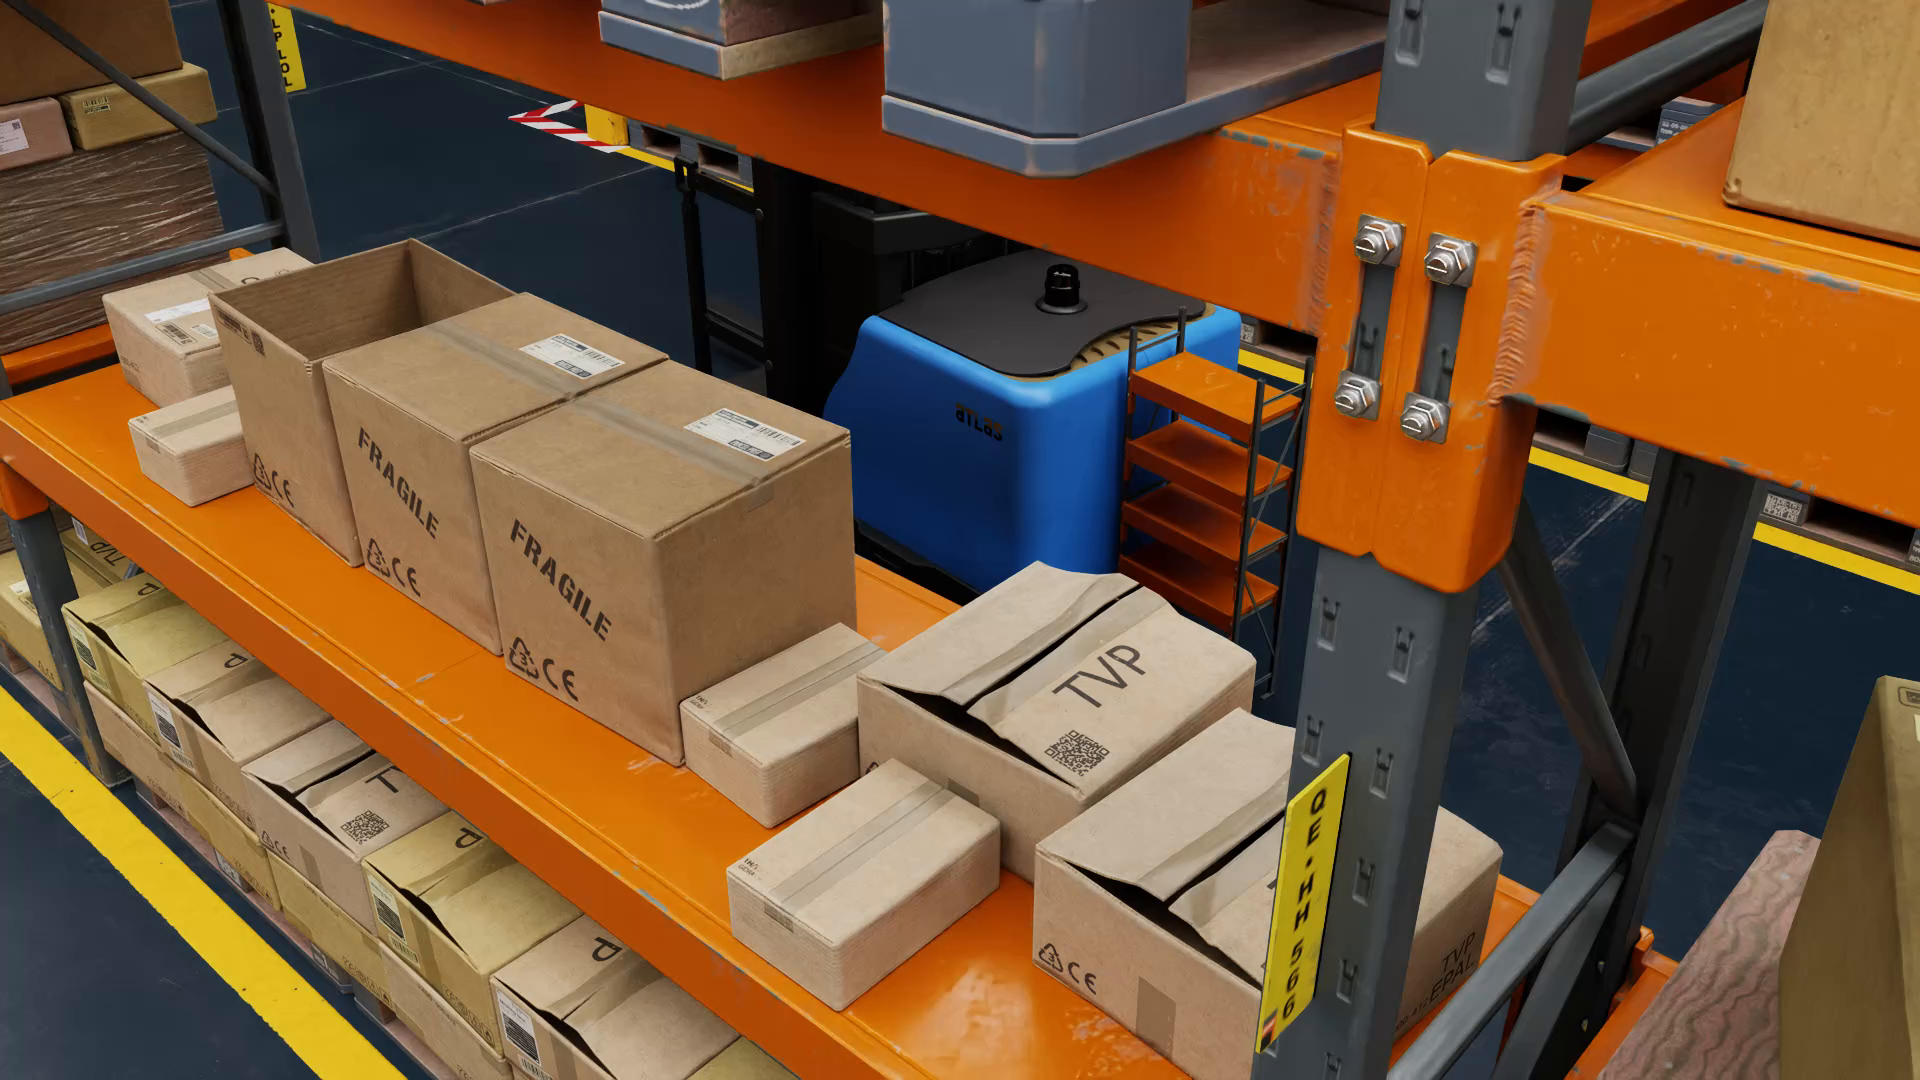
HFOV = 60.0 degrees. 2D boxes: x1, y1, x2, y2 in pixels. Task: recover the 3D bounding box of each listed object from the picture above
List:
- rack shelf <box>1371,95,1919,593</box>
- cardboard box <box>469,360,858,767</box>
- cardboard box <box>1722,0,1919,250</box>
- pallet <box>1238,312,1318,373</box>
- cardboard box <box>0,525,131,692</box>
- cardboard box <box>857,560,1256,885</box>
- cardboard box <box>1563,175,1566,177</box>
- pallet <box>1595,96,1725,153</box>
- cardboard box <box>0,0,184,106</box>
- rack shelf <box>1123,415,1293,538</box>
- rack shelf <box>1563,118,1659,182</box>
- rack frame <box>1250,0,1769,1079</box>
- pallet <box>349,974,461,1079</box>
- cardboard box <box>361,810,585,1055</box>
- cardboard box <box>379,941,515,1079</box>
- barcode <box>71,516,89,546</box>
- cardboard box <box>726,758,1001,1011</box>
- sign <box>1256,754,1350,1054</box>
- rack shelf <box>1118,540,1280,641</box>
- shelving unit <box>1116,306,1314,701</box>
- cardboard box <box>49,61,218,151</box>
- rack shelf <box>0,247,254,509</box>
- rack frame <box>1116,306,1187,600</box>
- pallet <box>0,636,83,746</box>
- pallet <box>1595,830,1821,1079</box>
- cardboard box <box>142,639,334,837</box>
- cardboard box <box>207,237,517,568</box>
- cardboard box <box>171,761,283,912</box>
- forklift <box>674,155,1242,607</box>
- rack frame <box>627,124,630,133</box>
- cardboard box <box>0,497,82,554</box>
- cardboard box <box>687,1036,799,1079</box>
[{"bbox_3d":[2.186,0.358,0.537,4.000,0.370,1.077,25,39,35],"label":"rack shelf"},{"bbox_3d":[-0.552,0.025,3.203,0.500,0.500,0.500,23,38,33],"label":"cardboard box"},{"bbox_3d":[1.049,-0.548,1.246,0.500,0.500,0.910,25,39,35],"label":"cardboard box"},{"bbox_3d":[1.636,-1.174,7.996,1.213,0.211,1.003,25,39,35],"label":"pallet"},{"bbox_3d":[-2.754,0.179,5.303,0.500,0.250,0.500,25,39,35],"label":"cardboard box"},{"bbox_3d":[0.169,0.297,2.935,0.500,0.311,0.500,25,39,35],"label":"cardboard box"},{"bbox_3d":[2.332,-1.498,7.101,0.500,0.250,0.500,24,38,34],"label":"cardboard box"},{"bbox_3d":[2.529,-1.840,6.585,1.213,0.211,1.003,25,39,35],"label":"pallet"},{"bbox_3d":[-2.596,-1.492,4.465,0.500,0.500,0.700,25,39,35],"label":"cardboard box"},{"bbox_3d":[0.766,-0.202,5.119,0.258,0.148,0.480,-25,39,-35],"label":"rack shelf"},{"bbox_3d":[2.541,-1.637,6.759,4.000,0.370,1.077,25,39,35],"label":"rack shelf"},{"bbox_3d":[0.705,0.641,2.277,0.053,2.616,0.949,25,39,35],"label":"rack frame"},{"bbox_3d":[-0.782,1.115,4.193,1.213,0.211,1.003,25,39,35],"label":"pallet"},{"bbox_3d":[-0.983,0.786,3.752,0.500,0.311,0.500,26,40,36],"label":"cardboard box"},{"bbox_3d":[-0.990,1.022,3.902,0.500,0.250,0.500,26,40,36],"label":"cardboard box"},{"bbox_3d":[-2.353,-0.023,4.447,0.075,0.075,0.001,25,39,35],"label":"barcode"},{"bbox_3d":[-0.150,0.544,2.681,0.250,0.149,0.380,25,39,35],"label":"cardboard box"},{"bbox_3d":[0.333,0.360,1.622,0.005,0.325,0.100,25,39,35],"label":"sign"},{"bbox_3d":[0.766,0.160,5.336,0.258,0.148,0.480,-25,39,-35],"label":"rack shelf"},{"bbox_3d":[0.766,-0.068,5.199,0.258,1.200,0.503,-25,39,-35],"label":"shelving unit"},{"bbox_3d":[-2.332,-1.230,4.659,0.250,0.149,0.380,25,39,35],"label":"cardboard box"},{"bbox_3d":[-3.746,-1.126,5.910,4.000,0.370,1.077,25,39,35],"label":"rack shelf"},{"bbox_3d":[0.603,-0.162,5.355,0.240,1.200,0.015,-25,39,-35],"label":"rack frame"},{"bbox_3d":[-2.825,0.161,5.777,1.213,0.211,1.003,25,39,35],"label":"pallet"},{"bbox_3d":[1.252,0.932,1.979,1.003,0.211,1.213,25,39,35],"label":"pallet"},{"bbox_3d":[-1.756,0.429,4.344,0.500,0.311,0.500,25,39,35],"label":"cardboard box"},{"bbox_3d":[-1.314,-0.331,3.794,0.500,0.500,0.500,-26,40,-36],"label":"cardboard box"},{"bbox_3d":[-1.752,0.668,4.491,0.500,0.250,0.500,26,40,36],"label":"cardboard box"},{"bbox_3d":[-0.416,-1.496,5.893,1.130,2.935,3.031,-25,39,-35],"label":"forklift"},{"bbox_3d":[-1.907,-4.022,10.023,0.127,3.000,1.000,25,39,35],"label":"rack frame"},{"bbox_3d":[-3.116,-0.320,5.404,0.500,0.500,0.500,25,39,35],"label":"cardboard box"},{"bbox_3d":[-0.241,1.136,3.170,0.500,0.311,0.500,24,39,34],"label":"cardboard box"}]
